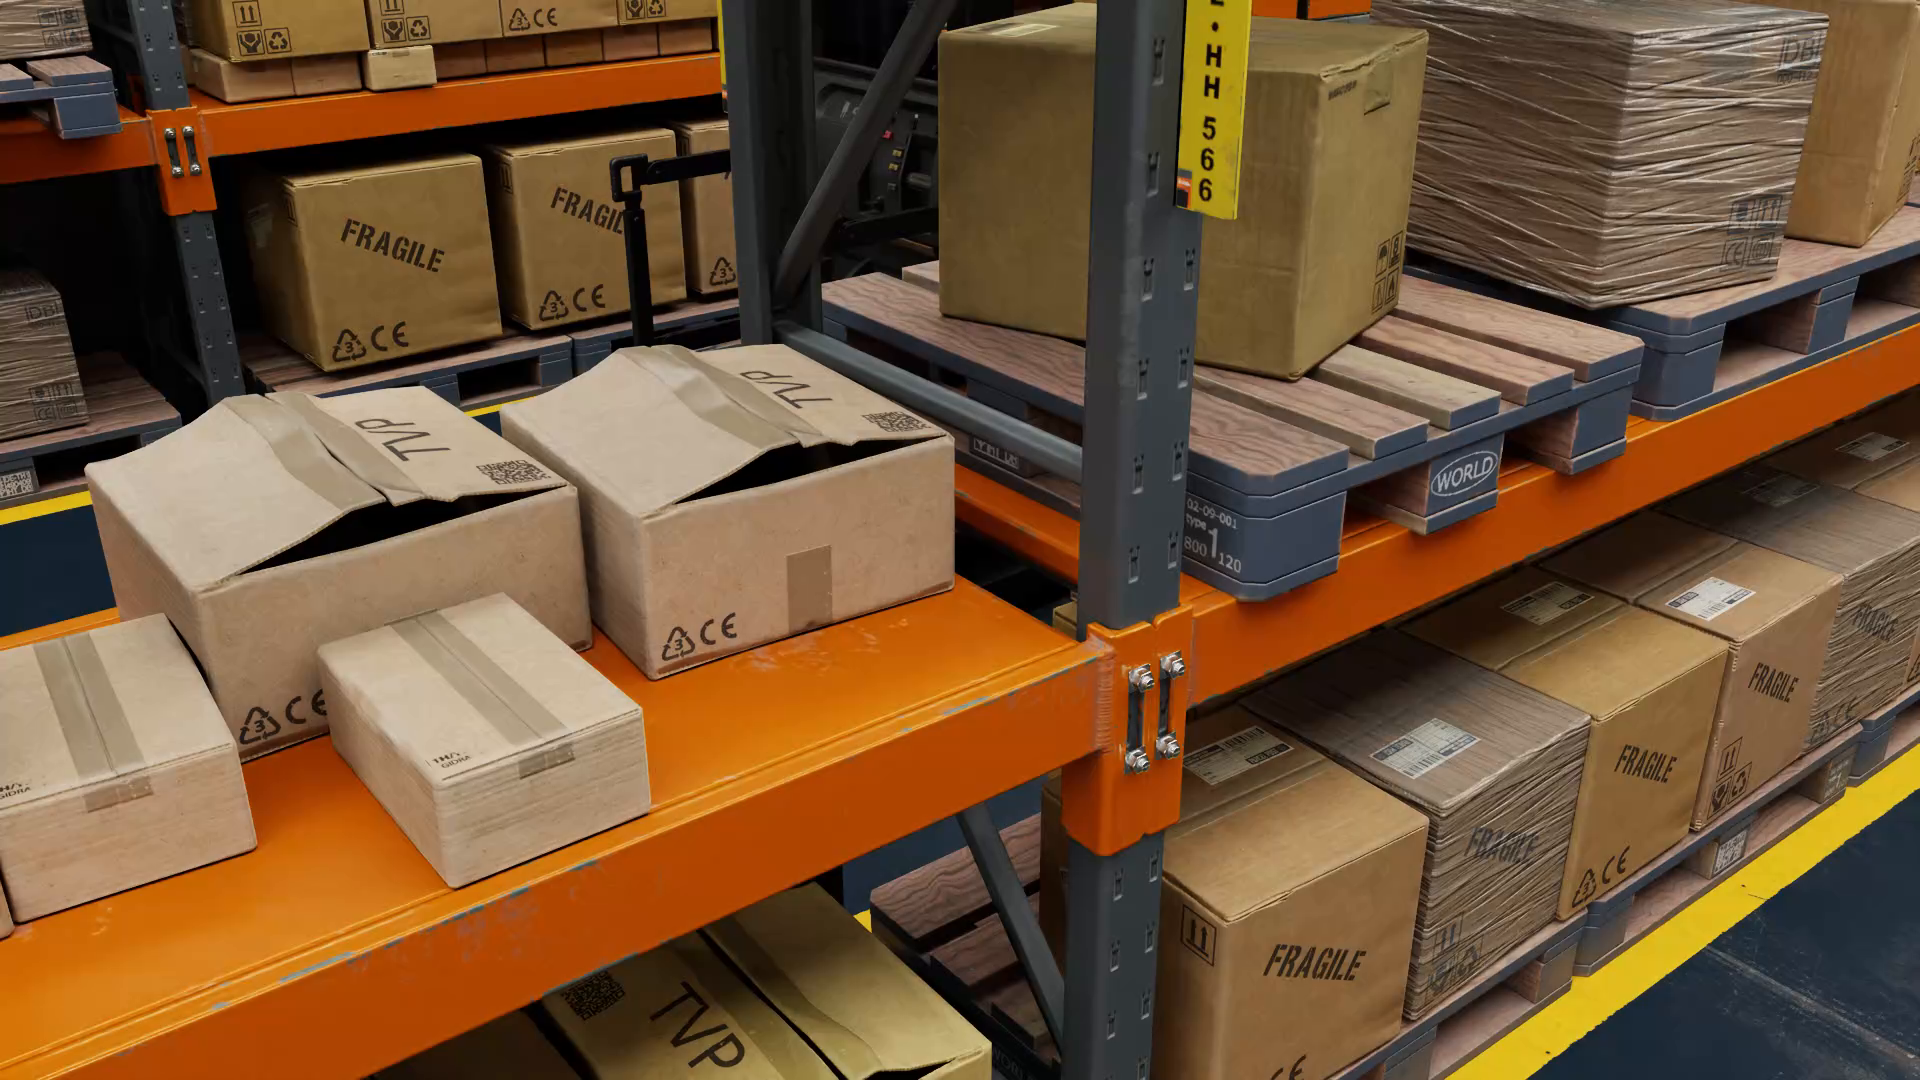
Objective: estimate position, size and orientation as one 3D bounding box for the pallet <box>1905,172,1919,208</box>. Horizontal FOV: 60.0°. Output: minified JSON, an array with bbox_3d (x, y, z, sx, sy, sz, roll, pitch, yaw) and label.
[{"bbox_3d":[2.413,-0.993,4.556,1.213,0.211,1.003,-18,31,-34],"label":"pallet"}]

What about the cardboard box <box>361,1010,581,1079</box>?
[{"bbox_3d":[-0.704,0.944,2.253,0.500,0.311,0.500,-19,31,-35],"label":"cardboard box"}]

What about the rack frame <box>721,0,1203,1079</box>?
[{"bbox_3d":[-0.038,-0.213,2.646,0.127,3.000,1.000,-18,31,-34],"label":"rack frame"}]

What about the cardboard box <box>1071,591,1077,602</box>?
[{"bbox_3d":[0.594,0.044,3.647,0.500,0.250,0.500,-17,30,-32],"label":"cardboard box"}]

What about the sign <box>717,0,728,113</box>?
[{"bbox_3d":[-0.381,-0.879,2.801,0.005,0.325,0.100,-18,31,-34],"label":"sign"}]

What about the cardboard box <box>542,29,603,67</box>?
[{"bbox_3d":[-1.701,-2.100,6.987,0.250,0.149,0.380,-18,30,-33],"label":"cardboard box"}]

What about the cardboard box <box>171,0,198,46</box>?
[{"bbox_3d":[-2.889,-2.252,6.544,0.500,0.500,0.500,-18,30,-34],"label":"cardboard box"}]

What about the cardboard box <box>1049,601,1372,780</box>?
[{"bbox_3d":[0.553,0.401,3.770,0.500,0.500,0.500,-17,30,-32],"label":"cardboard box"}]

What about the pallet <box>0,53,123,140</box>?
[{"bbox_3d":[-3.593,-1.546,5.745,1.003,0.211,1.213,-18,31,-34],"label":"pallet"}]

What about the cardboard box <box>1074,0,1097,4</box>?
[{"bbox_3d":[0.486,-3.164,8.647,0.700,0.700,0.980,-18,30,-33],"label":"cardboard box"}]

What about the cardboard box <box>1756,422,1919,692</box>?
[{"bbox_3d":[2.504,0.031,4.567,0.500,0.500,0.500,-18,30,-34],"label":"cardboard box"}]

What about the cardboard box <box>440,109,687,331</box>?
[{"bbox_3d":[-1.745,-1.441,7.347,0.750,0.750,0.750,-18,31,-34],"label":"cardboard box"}]

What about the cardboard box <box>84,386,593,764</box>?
[{"bbox_3d":[-0.862,-0.004,2.302,0.500,0.311,0.500,-19,31,-35],"label":"cardboard box"}]

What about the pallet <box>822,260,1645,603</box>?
[{"bbox_3d":[0.452,-0.325,3.115,1.003,0.211,1.213,-18,31,-34],"label":"pallet"}]

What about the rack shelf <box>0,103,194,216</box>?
[{"bbox_3d":[-4.672,-1.007,5.211,4.000,0.370,1.077,-18,31,-34],"label":"rack shelf"}]

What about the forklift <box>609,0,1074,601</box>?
[{"bbox_3d":[-0.476,-1.161,4.769,3.031,2.935,1.130,-20,31,-36],"label":"forklift"}]

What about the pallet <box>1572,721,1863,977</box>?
[{"bbox_3d":[1.532,0.555,4.303,1.213,0.211,1.003,-18,31,-34],"label":"pallet"}]

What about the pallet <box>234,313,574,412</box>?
[{"bbox_3d":[-2.431,-0.768,7.154,1.213,0.211,1.003,-18,31,-34],"label":"pallet"}]

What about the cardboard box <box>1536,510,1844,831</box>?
[{"bbox_3d":[1.710,0.294,4.000,0.500,0.500,0.500,-19,31,-36],"label":"cardboard box"}]

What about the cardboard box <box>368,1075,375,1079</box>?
[{"bbox_3d":[-1.040,0.767,2.634,0.500,0.311,0.500,-19,31,-35],"label":"cardboard box"}]

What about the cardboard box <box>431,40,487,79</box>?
[{"bbox_3d":[-2.109,-1.967,6.699,0.250,0.149,0.380,-19,31,-35],"label":"cardboard box"}]

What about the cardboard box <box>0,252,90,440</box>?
[{"bbox_3d":[-3.633,-0.714,6.173,0.500,0.500,0.700,-18,30,-33],"label":"cardboard box"}]

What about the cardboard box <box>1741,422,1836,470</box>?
[{"bbox_3d":[2.165,-0.131,4.915,0.500,0.500,0.500,-18,30,-33],"label":"cardboard box"}]

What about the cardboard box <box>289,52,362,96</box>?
[{"bbox_3d":[-2.492,-1.819,6.382,0.250,0.149,0.380,-18,30,-33],"label":"cardboard box"}]

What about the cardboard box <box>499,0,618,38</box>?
[{"bbox_3d":[-1.749,-2.345,6.744,0.500,0.500,0.500,-18,31,-34],"label":"cardboard box"}]

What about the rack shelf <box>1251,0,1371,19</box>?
[{"bbox_3d":[1.623,-3.085,9.689,4.000,0.370,1.077,-18,31,-34],"label":"rack shelf"}]

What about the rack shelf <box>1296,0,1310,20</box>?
[{"bbox_3d":[0.881,-1.888,5.693,0.480,0.518,0.431,-20,31,-36],"label":"rack shelf"}]

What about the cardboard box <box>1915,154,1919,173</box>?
[{"bbox_3d":[2.096,-1.239,4.239,0.500,0.500,0.700,-13,28,-26],"label":"cardboard box"}]

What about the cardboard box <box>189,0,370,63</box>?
[{"bbox_3d":[-2.558,-2.084,6.181,0.500,0.500,0.500,-17,30,-33],"label":"cardboard box"}]

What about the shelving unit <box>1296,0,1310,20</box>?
[{"bbox_3d":[0.881,-1.265,5.982,0.503,2.100,0.431,-20,31,-36],"label":"shelving unit"}]

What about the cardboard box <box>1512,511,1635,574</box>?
[{"bbox_3d":[1.369,0.128,4.358,0.500,0.500,0.500,-20,31,-36],"label":"cardboard box"}]

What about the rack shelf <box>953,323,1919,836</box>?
[{"bbox_3d":[1.535,-0.406,3.916,4.000,0.370,1.077,-18,31,-34],"label":"rack shelf"}]

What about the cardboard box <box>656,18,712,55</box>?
[{"bbox_3d":[-1.285,-2.225,7.255,0.250,0.149,0.380,-17,30,-32],"label":"cardboard box"}]

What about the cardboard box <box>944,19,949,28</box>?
[{"bbox_3d":[-0.226,-2.532,7.918,0.250,0.149,0.380,-18,30,-33],"label":"cardboard box"}]

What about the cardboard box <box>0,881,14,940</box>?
[{"bbox_3d":[-1.349,0.183,1.674,0.500,0.500,0.500,-20,32,-37],"label":"cardboard box"}]

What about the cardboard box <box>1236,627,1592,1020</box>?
[{"bbox_3d":[0.905,0.560,3.427,0.500,0.500,0.500,-20,31,-36],"label":"cardboard box"}]

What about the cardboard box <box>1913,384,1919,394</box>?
[{"bbox_3d":[3.383,-0.560,5.839,0.500,0.500,0.500,-18,31,-34],"label":"cardboard box"}]

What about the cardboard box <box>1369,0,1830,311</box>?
[{"bbox_3d":[1.225,-0.824,3.345,0.500,0.500,0.700,-12,28,-24],"label":"cardboard box"}]
